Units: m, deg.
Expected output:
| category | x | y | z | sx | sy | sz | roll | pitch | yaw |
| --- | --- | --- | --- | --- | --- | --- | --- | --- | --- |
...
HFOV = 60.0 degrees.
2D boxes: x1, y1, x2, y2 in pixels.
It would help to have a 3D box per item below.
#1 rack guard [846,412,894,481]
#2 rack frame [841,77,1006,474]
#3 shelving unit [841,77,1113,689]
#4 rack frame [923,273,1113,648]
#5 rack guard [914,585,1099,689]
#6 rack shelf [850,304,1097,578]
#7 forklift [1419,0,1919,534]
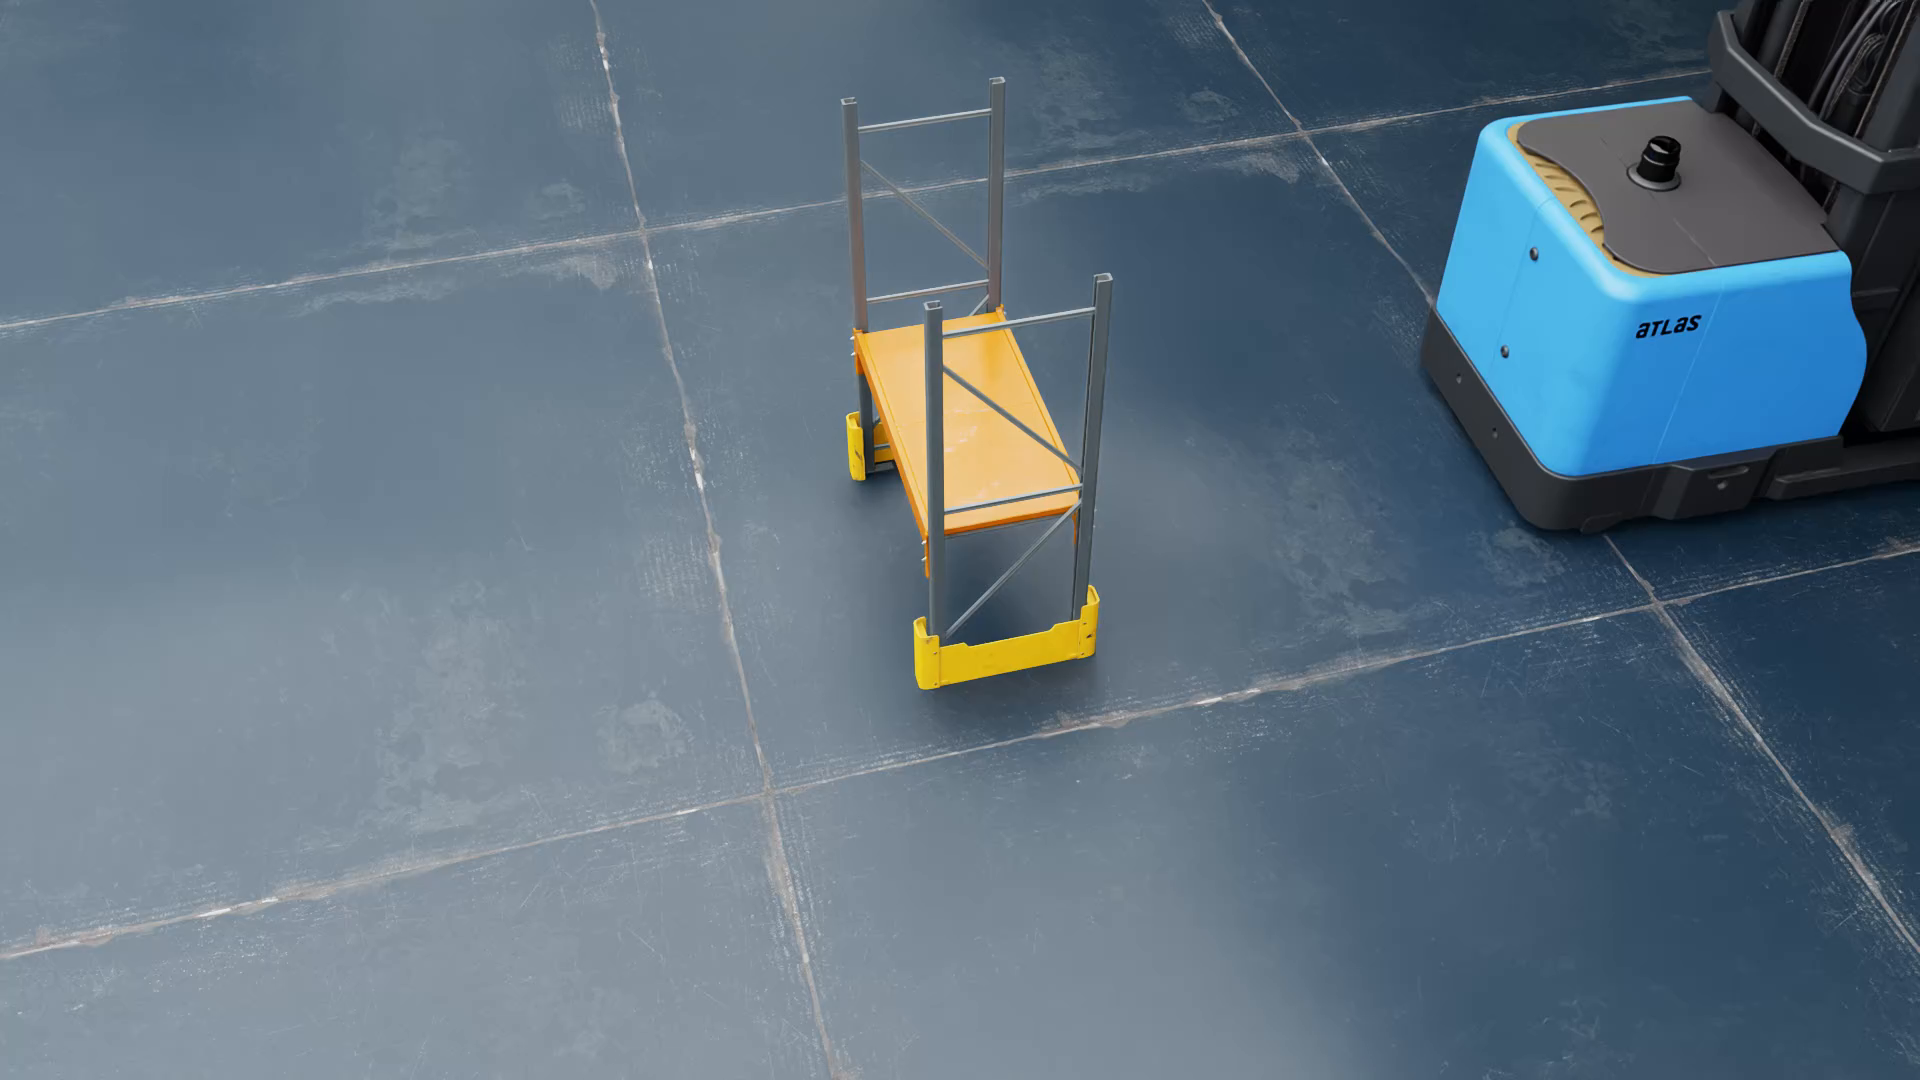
| category | x | y | z | sx | sy | sz | roll | pitch | yaw |
| --- | --- | --- | --- | --- | --- | --- | --- | --- | --- |
| rack guard | -0.108 | -0.379 | 5.946 | 0.587 | 0.250 | 0.087 | -11 | 47 | -10 |
| rack frame | -0.108 | -0.817 | 5.501 | 0.500 | 1.500 | 0.032 | -11 | 47 | -10 |
| shelving unit | 0.020 | -0.472 | 5.163 | 0.587 | 1.500 | 1.083 | -11 | 47 | -10 |
| rack frame | 0.152 | -0.115 | 4.813 | 0.500 | 1.500 | 0.032 | -11 | 47 | -10 |
| rack guard | 0.147 | 0.309 | 5.272 | 0.587 | 0.250 | 0.087 | -11 | 47 | -10 |
| rack shelf | 0.022 | -0.340 | 5.285 | 0.538 | 0.185 | 1.000 | -11 | 47 | -10 |
| forklift | 3.321 | -1.590 | 5.256 | 3.031 | 2.935 | 1.130 | -9 | 46 | -9 |
